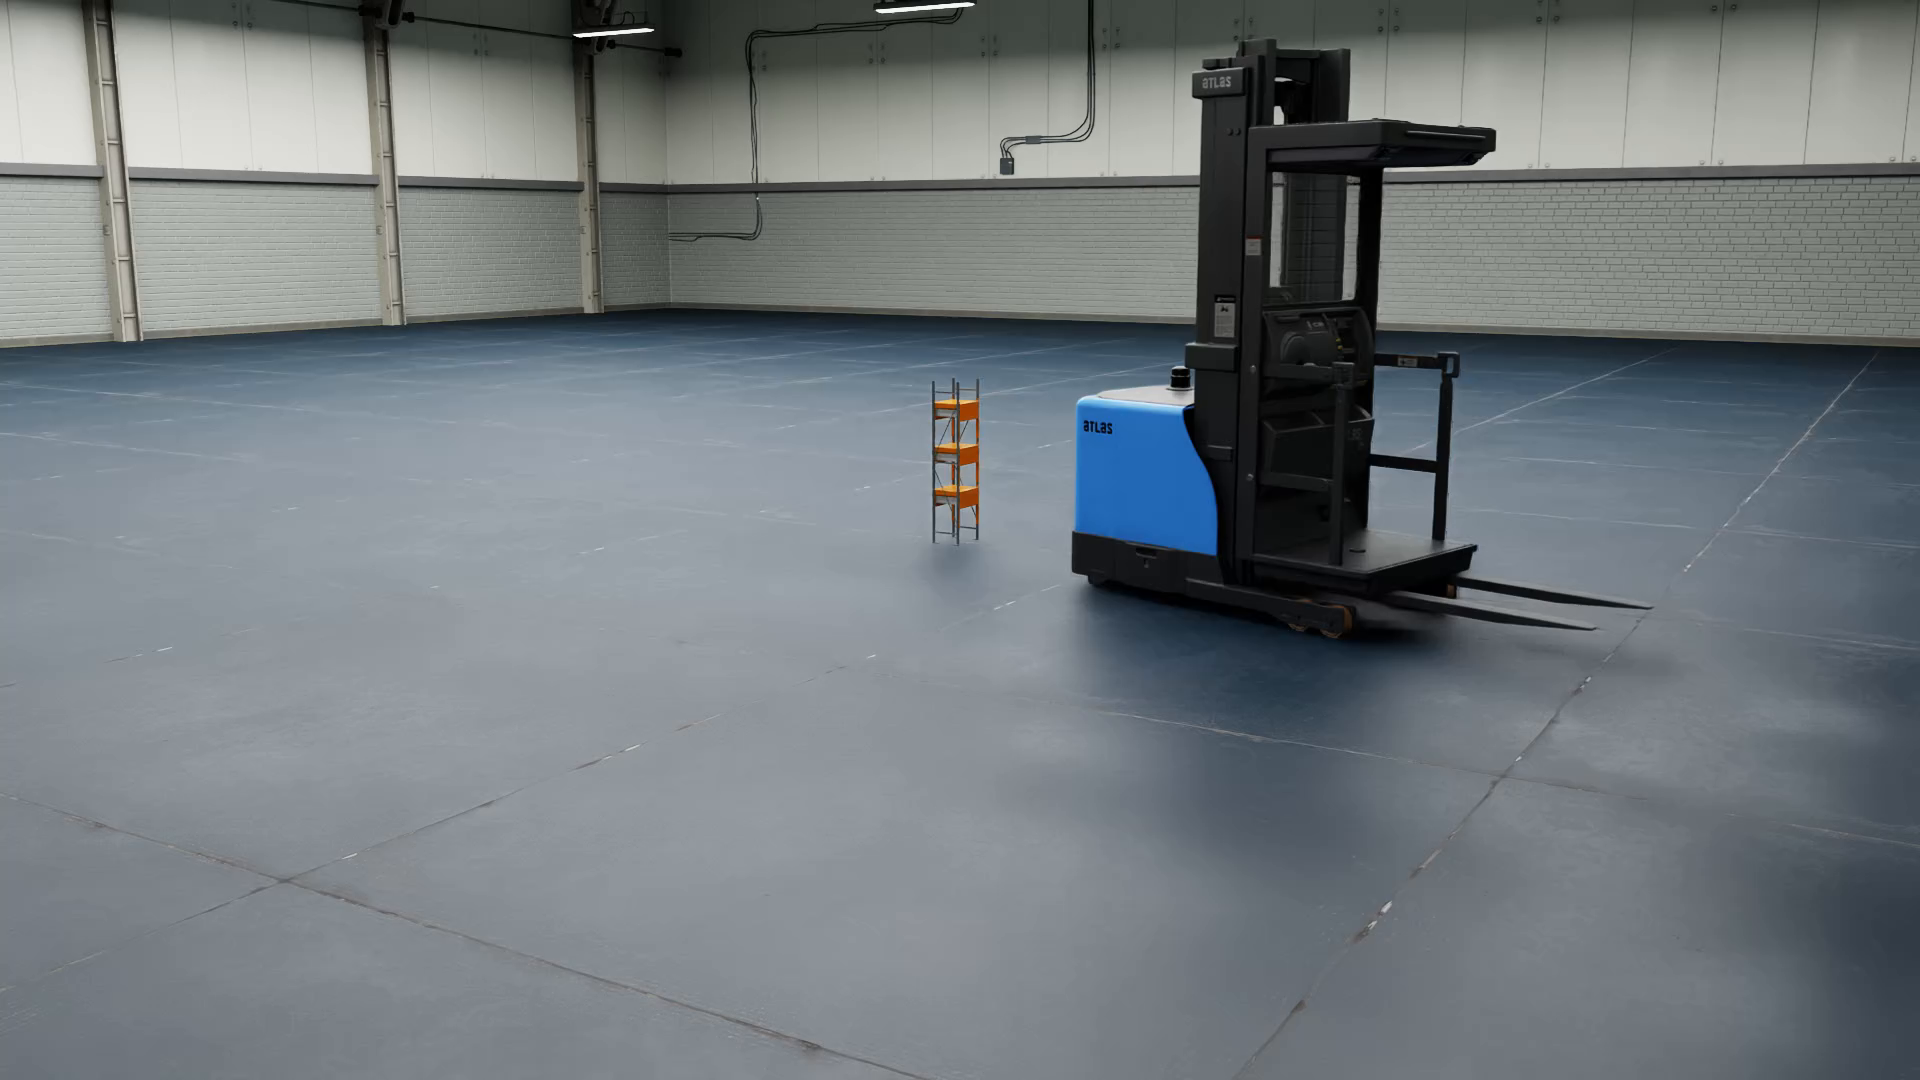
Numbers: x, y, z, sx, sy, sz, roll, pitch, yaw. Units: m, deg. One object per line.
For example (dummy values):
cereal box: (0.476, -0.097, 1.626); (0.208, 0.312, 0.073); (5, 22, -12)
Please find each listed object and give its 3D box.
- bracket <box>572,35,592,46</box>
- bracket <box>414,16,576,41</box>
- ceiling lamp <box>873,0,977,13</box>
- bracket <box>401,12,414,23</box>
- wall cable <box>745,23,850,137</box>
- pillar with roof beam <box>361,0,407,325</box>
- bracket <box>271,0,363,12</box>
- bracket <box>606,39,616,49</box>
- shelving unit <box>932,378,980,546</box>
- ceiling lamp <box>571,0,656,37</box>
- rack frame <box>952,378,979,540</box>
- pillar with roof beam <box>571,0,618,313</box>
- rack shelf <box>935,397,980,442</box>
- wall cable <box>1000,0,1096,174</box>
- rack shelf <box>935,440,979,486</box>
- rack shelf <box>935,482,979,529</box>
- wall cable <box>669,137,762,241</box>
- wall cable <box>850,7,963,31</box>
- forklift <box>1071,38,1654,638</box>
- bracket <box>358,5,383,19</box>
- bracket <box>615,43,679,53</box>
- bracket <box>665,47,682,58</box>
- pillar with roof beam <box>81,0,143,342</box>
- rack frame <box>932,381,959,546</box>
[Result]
bracket: (-8.783, -11.598, 38.583); (0.235, 0.232, 0.430); (6, 12, 31)
bracket: (-10.120, -11.193, 36.419); (0.076, 0.066, 4.783); (6, 12, 31)
ceiling lamp: (-0.502, -11.030, 29.466); (2.000, 3.185, 0.800); (6, 12, 31)
bracket: (-11.467, -10.785, 34.240); (0.235, 0.232, 0.430); (6, 12, 31)
wall cable: (-3.899, -10.963, 39.685); (3.097, 2.526, 0.112); (6, 12, 31)
pillar with roof beam: (-8.306, -8.573, 32.207); (9.100, 9.000, 0.548); (6, 12, 31)
bracket: (-13.235, -10.249, 31.378); (0.076, 0.066, 4.783); (6, 12, 31)
bracket: (-8.352, -11.728, 39.281); (0.235, 0.232, 0.430); (6, 12, 31)
shelving unit: (-0.028, -0.508, 10.727); (0.215, 1.050, 0.252); (6, 12, 31)
ceiling lamp: (-6.818, -11.736, 33.237); (2.000, 3.185, 0.800); (6, 12, 31)
rack frame: (0.036, -0.527, 10.830); (0.200, 1.050, 0.008); (6, 12, 31)
pillar with roof beam: (-5.191, -9.517, 37.247); (9.100, 9.000, 0.548); (6, 12, 31)
rack shelf: (-0.028, -0.776, 10.677); (0.215, 0.259, 0.240); (6, 12, 31)
wall cable: (1.895, -11.027, 36.073); (2.305, 6.003, 0.169); (6, 12, 31)
rack shelf: (-0.028, -0.497, 10.729); (0.215, 0.259, 0.240); (6, 12, 31)
rack shelf: (-0.028, -0.224, 10.780); (0.215, 0.259, 0.240); (6, 12, 31)
wall cable: (-6.211, -8.739, 41.530); (3.097, 2.526, 0.112); (6, 12, 31)
wall cable: (-1.254, -12.903, 37.687); (3.097, 2.526, 0.112); (6, 12, 31)
forklift: (2.028, -1.060, 8.566); (1.130, 2.935, 3.031); (-10, 15, -43)
bracket: (-11.898, -10.654, 33.543); (0.235, 0.232, 0.430); (6, 12, 31)
bracket: (-7.428, -12.008, 40.775); (0.076, 0.066, 3.189); (6, 12, 31)
bracket: (-7.121, -12.101, 41.271); (0.235, 0.232, 0.430); (6, 12, 31)
pillar with roof beam: (-11.421, -7.629, 27.167); (9.100, 9.000, 0.400); (6, 12, 31)
rack frame: (-0.091, -0.488, 10.625); (0.200, 1.050, 0.008); (6, 12, 31)
